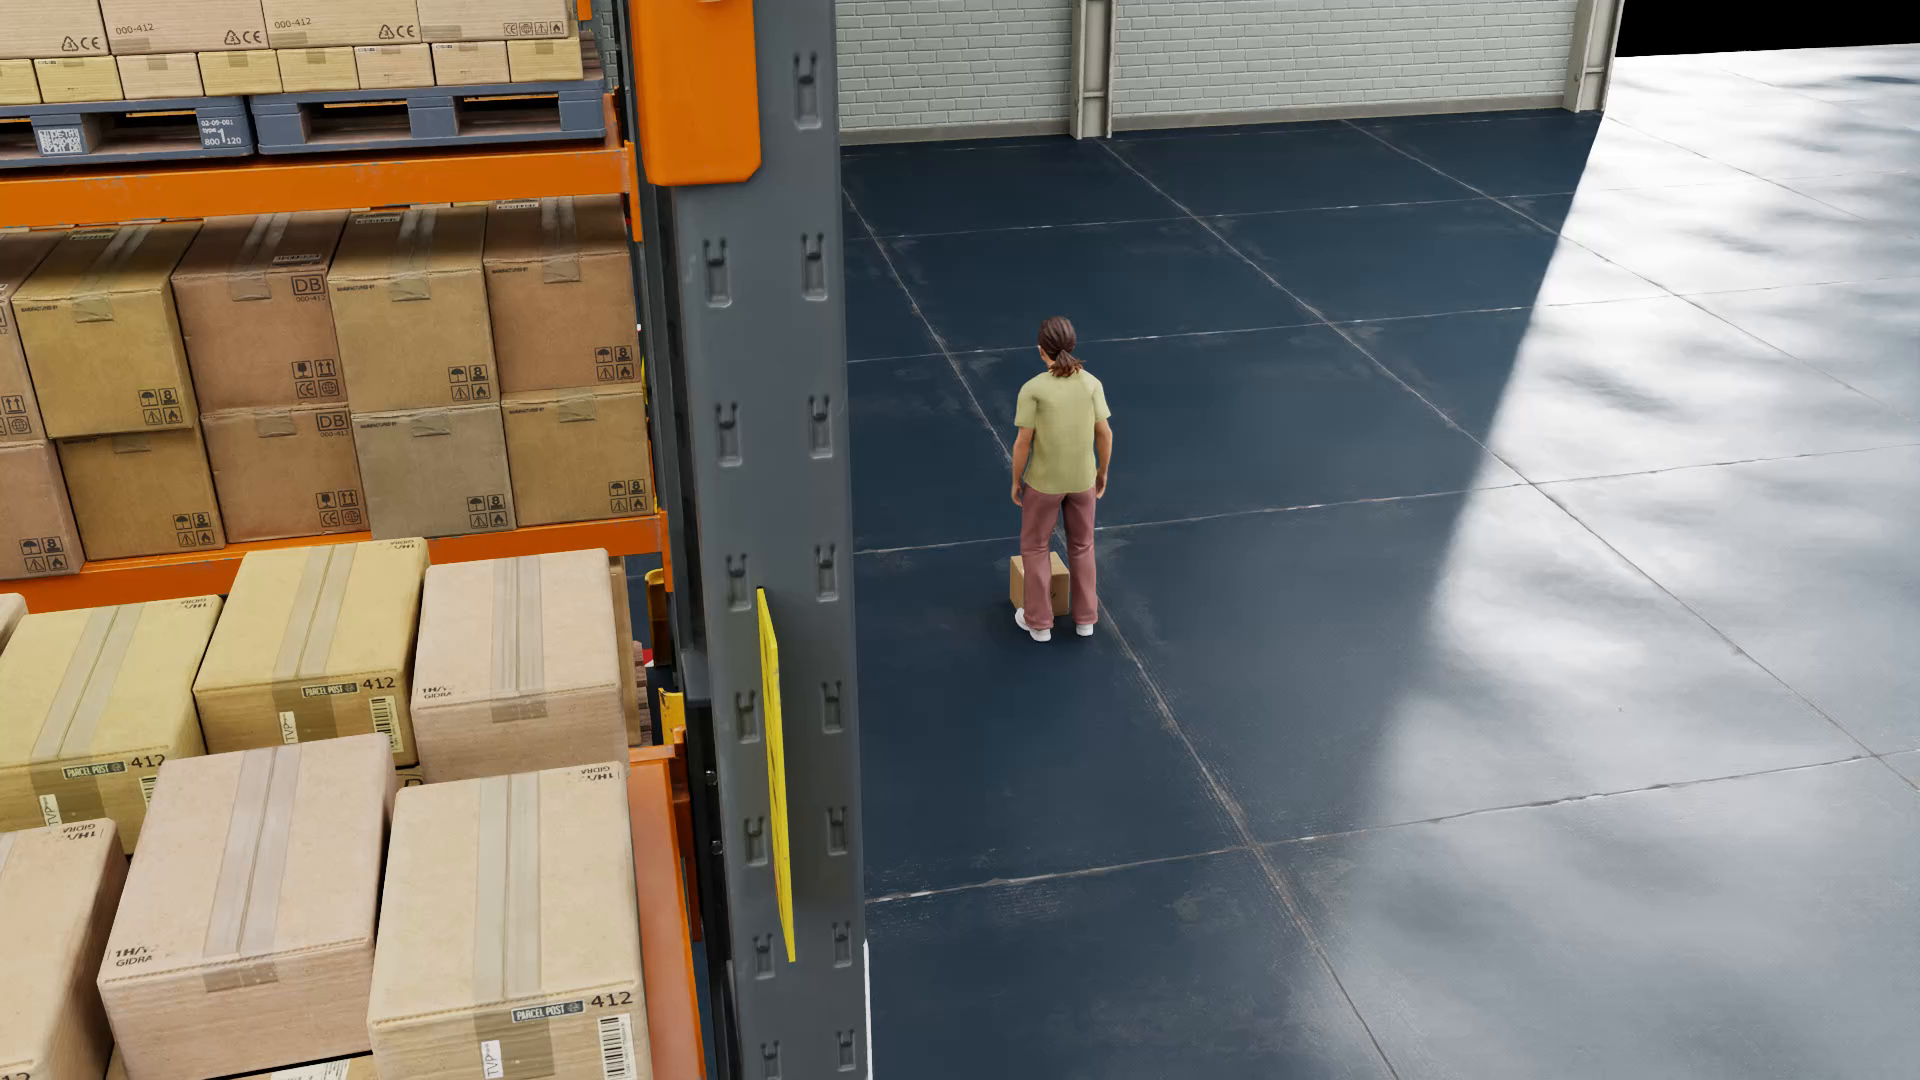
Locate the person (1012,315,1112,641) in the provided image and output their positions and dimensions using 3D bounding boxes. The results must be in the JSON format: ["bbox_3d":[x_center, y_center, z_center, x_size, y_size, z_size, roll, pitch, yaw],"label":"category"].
[{"bbox_3d":[0.484,-0.287,8.186,0.497,1.672,0.356,-6,27,-12],"label":"person"}]
